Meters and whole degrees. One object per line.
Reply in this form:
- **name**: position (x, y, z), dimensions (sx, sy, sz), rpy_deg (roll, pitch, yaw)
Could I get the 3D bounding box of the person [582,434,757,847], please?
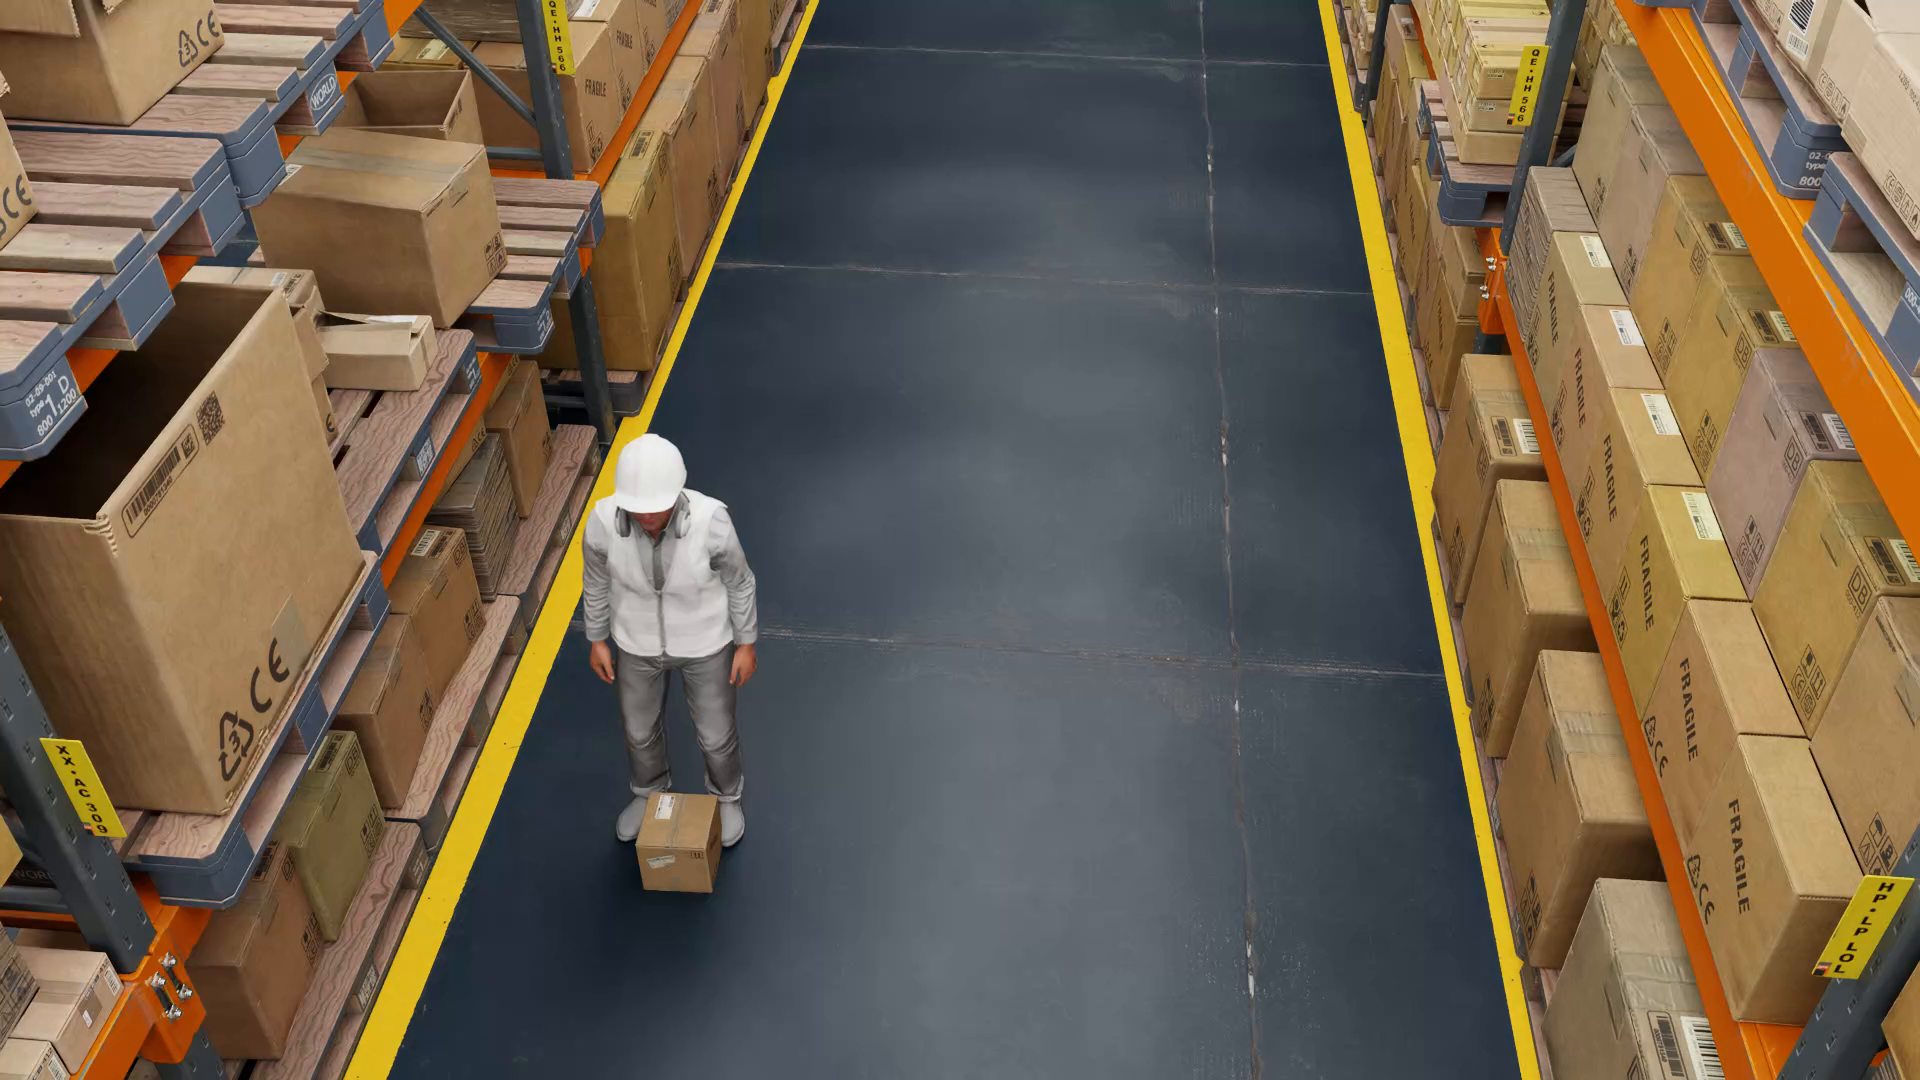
- **person**: position (-0.985, 0.343, 5.722), dimensions (0.592, 1.773, 0.457), rpy_deg (2, 40, 2)
